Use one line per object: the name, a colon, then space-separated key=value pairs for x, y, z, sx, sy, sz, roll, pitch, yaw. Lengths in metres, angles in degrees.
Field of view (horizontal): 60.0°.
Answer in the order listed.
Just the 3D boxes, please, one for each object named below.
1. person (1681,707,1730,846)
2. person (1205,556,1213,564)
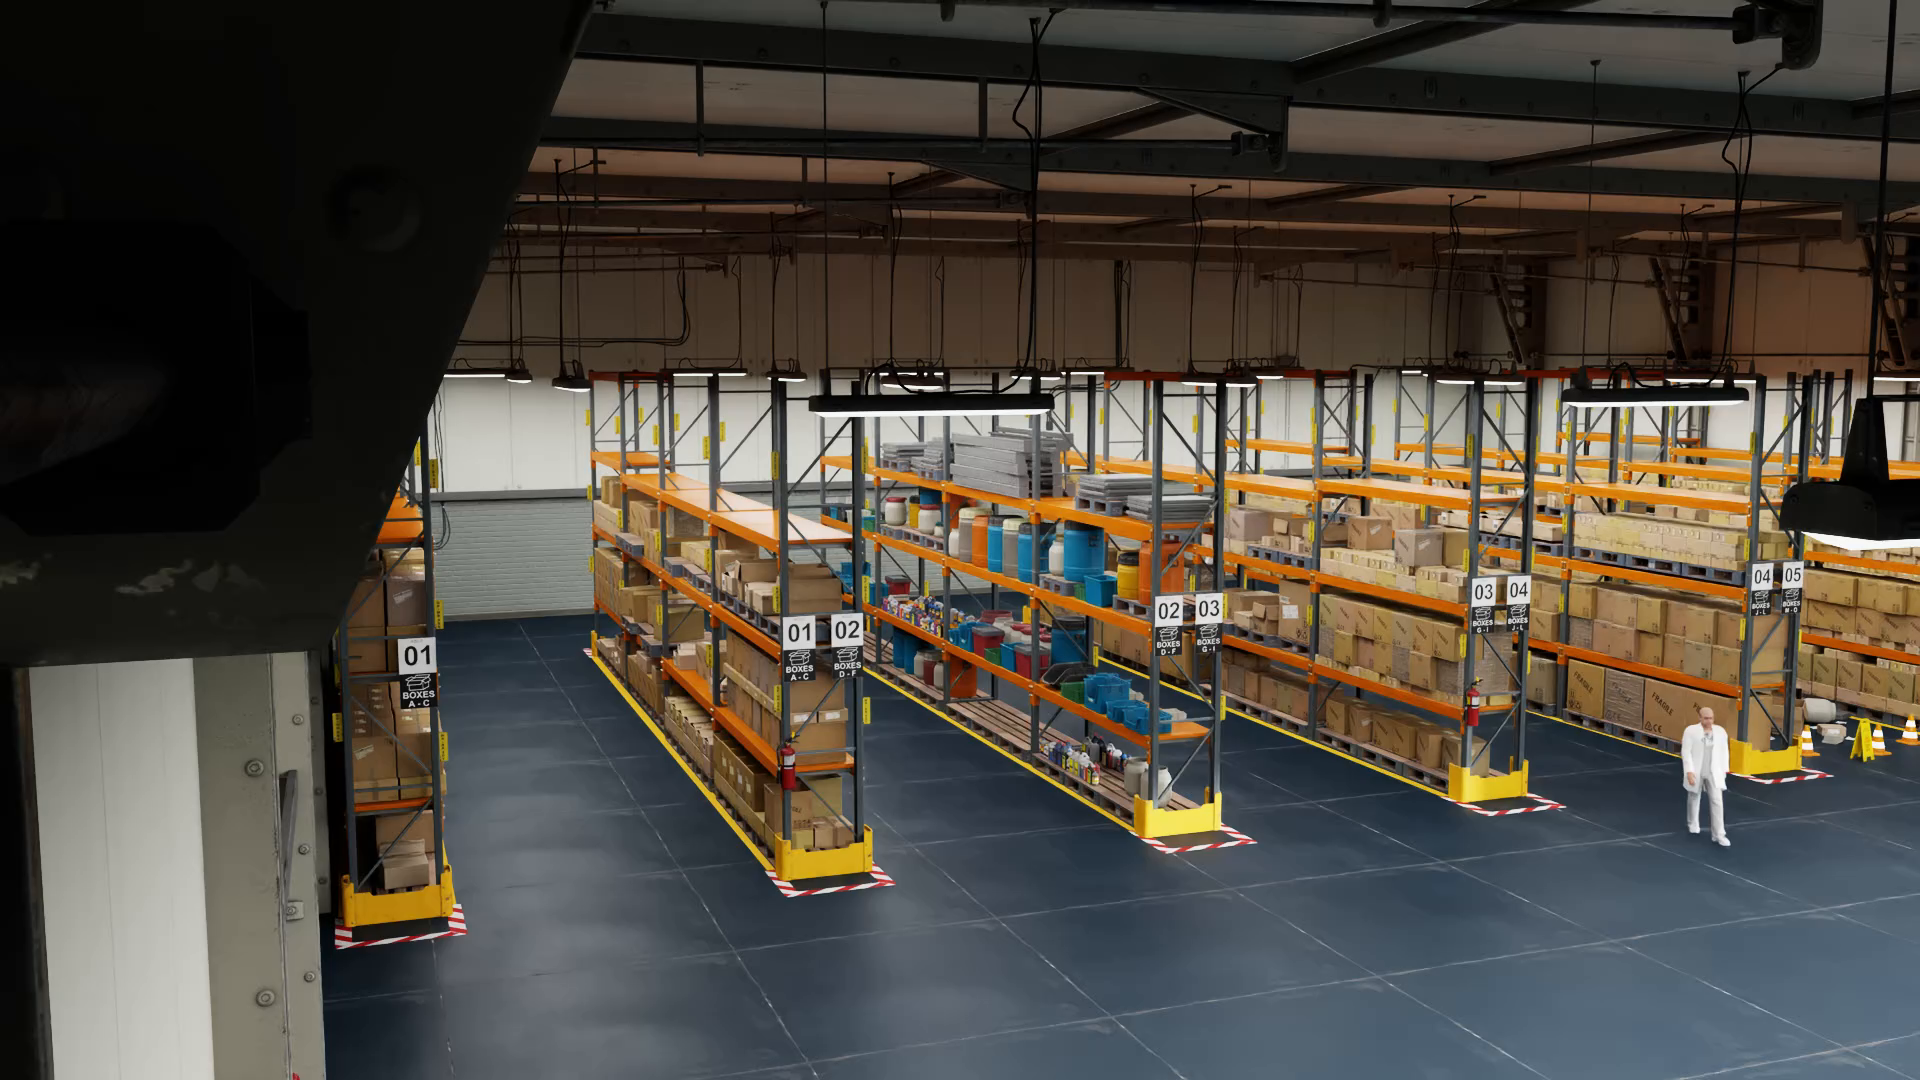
person: x=9.693 y=3.033 z=21.622 sx=0.604 sy=1.735 sz=1.065 roll=2 pitch=7 yaw=15
person: x=6.483 y=0.708 z=42.575 sx=0.775 sy=1.768 sz=0.558 roll=-1 pitch=6 yaw=-6
